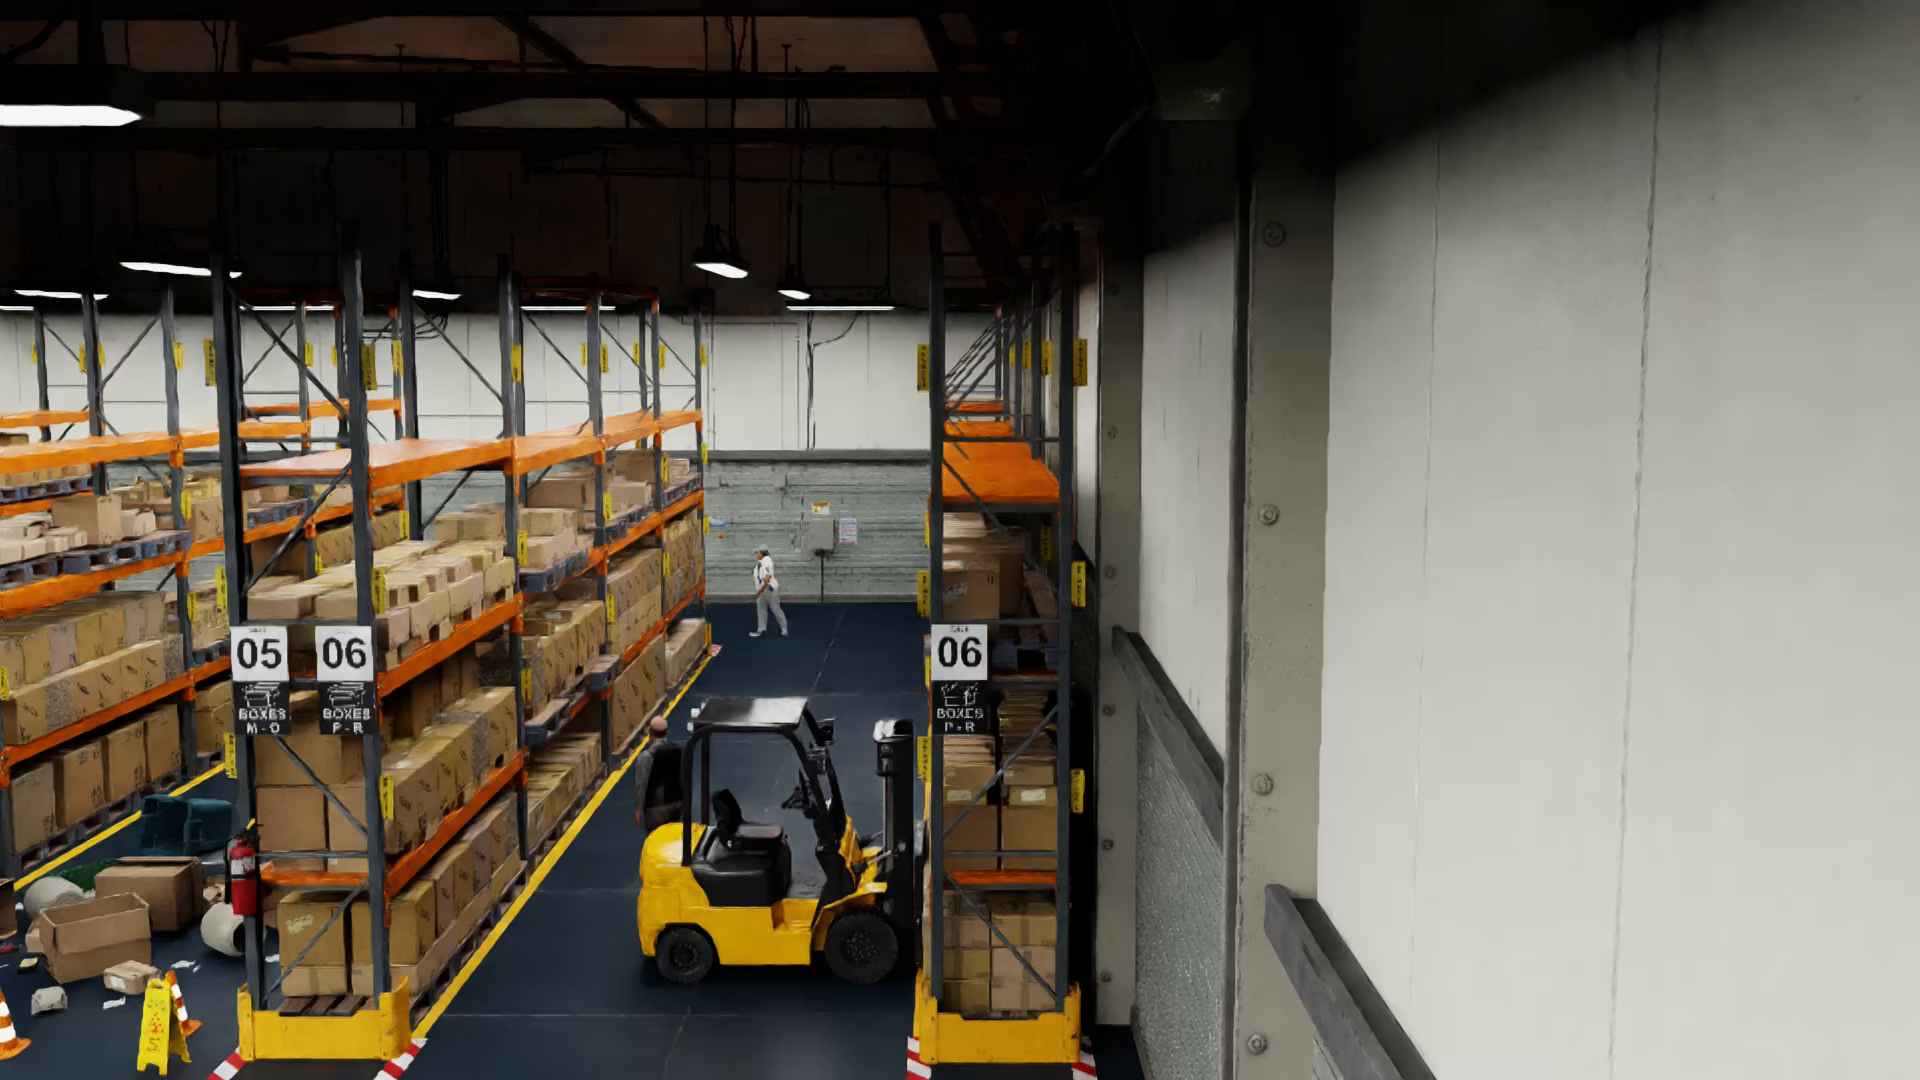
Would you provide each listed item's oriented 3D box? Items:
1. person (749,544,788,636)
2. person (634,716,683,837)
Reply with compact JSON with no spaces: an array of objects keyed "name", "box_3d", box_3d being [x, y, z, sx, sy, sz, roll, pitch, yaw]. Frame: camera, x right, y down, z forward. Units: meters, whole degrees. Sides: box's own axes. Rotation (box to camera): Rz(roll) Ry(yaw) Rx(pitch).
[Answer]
[{"name":"person","box_3d":[-3.408,0.893,29.660,0.685,1.649,0.518,-4,8,-28]},{"name":"person","box_3d":[-2.821,2.486,15.568,0.576,1.718,0.626,4,8,31]}]
